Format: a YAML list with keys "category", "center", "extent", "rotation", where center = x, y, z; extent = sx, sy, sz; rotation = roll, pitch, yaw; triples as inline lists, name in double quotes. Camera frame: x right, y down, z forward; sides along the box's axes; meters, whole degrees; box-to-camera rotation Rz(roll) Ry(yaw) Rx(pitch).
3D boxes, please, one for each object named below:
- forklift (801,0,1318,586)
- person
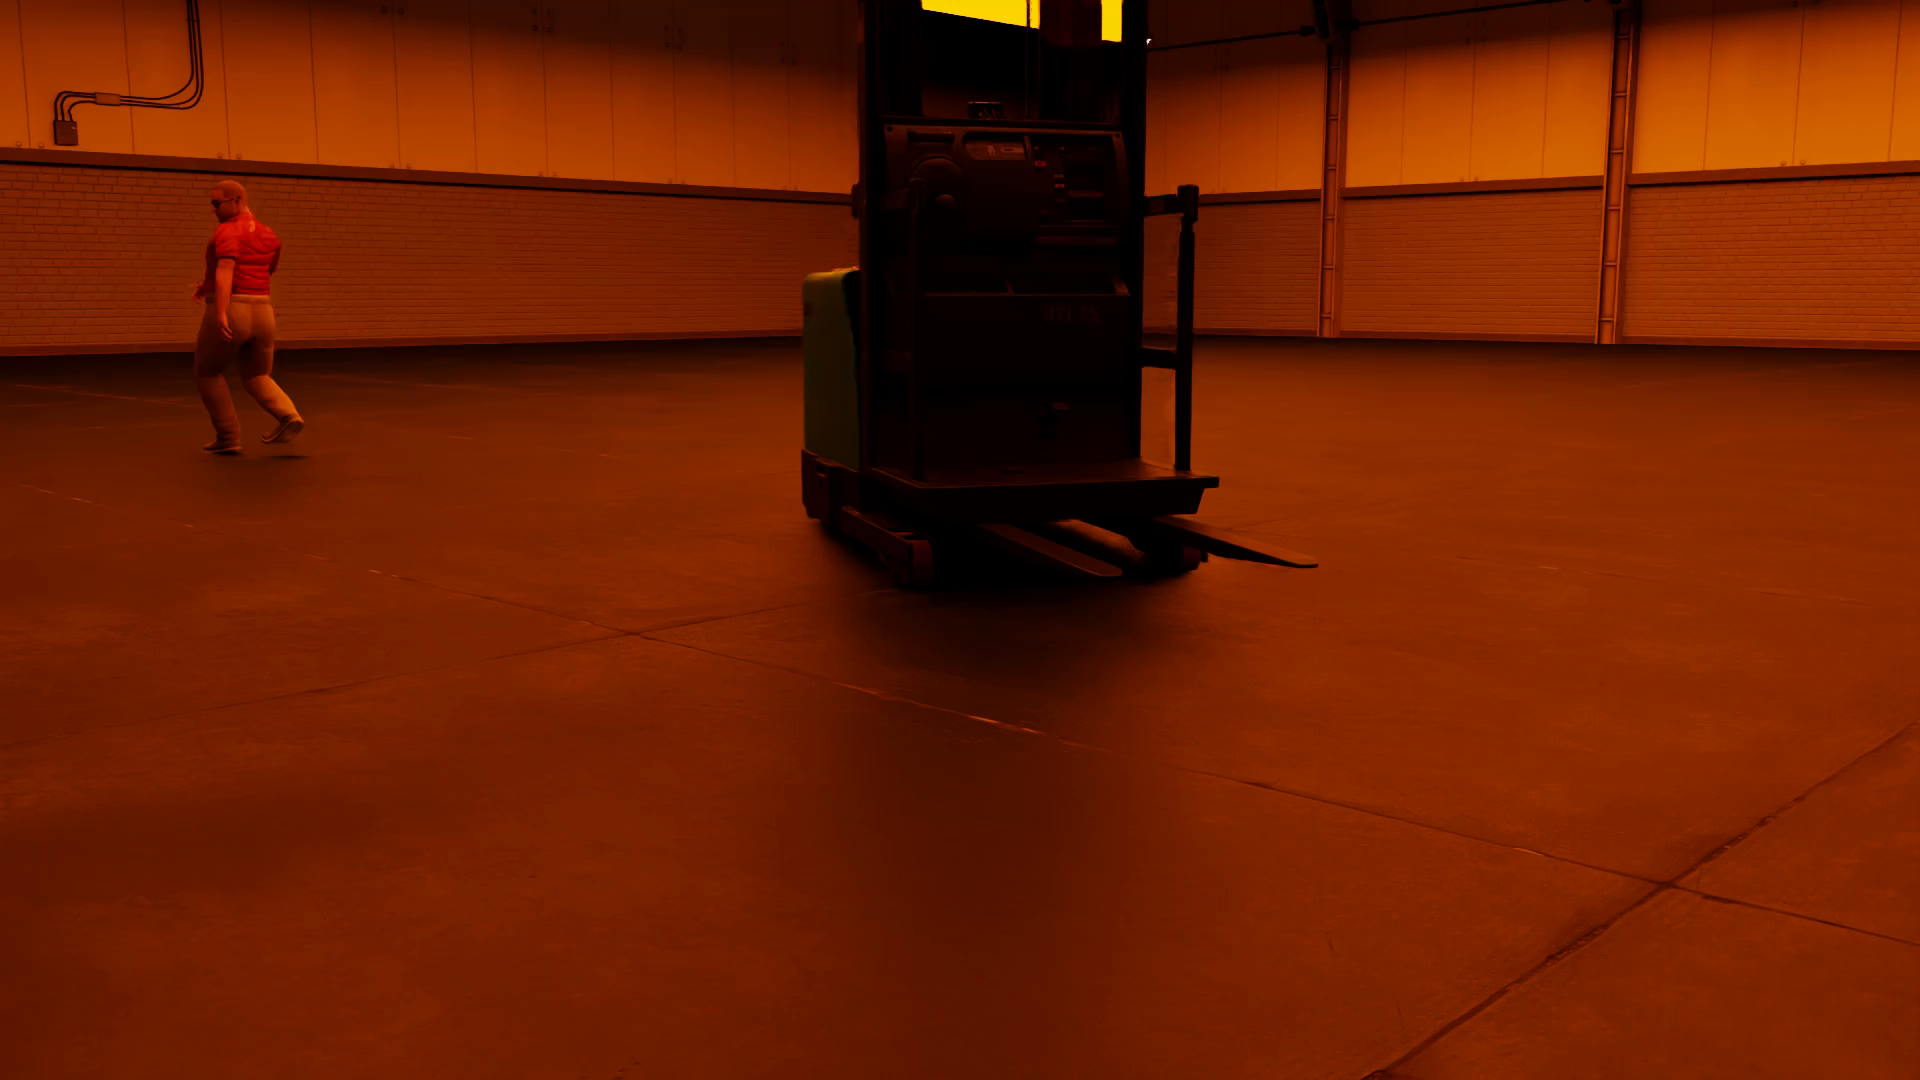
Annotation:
- category: "forklift"
  center: [0.242, -1.357, 5.886]
  extent: [1.130, 2.935, 3.031]
  rotation: [-3, 9, -18]
- category: "person"
  center: [-4.396, -1.343, 10.117]
  extent: [0.731, 1.659, 0.651]
  rotation: [6, 10, 33]
